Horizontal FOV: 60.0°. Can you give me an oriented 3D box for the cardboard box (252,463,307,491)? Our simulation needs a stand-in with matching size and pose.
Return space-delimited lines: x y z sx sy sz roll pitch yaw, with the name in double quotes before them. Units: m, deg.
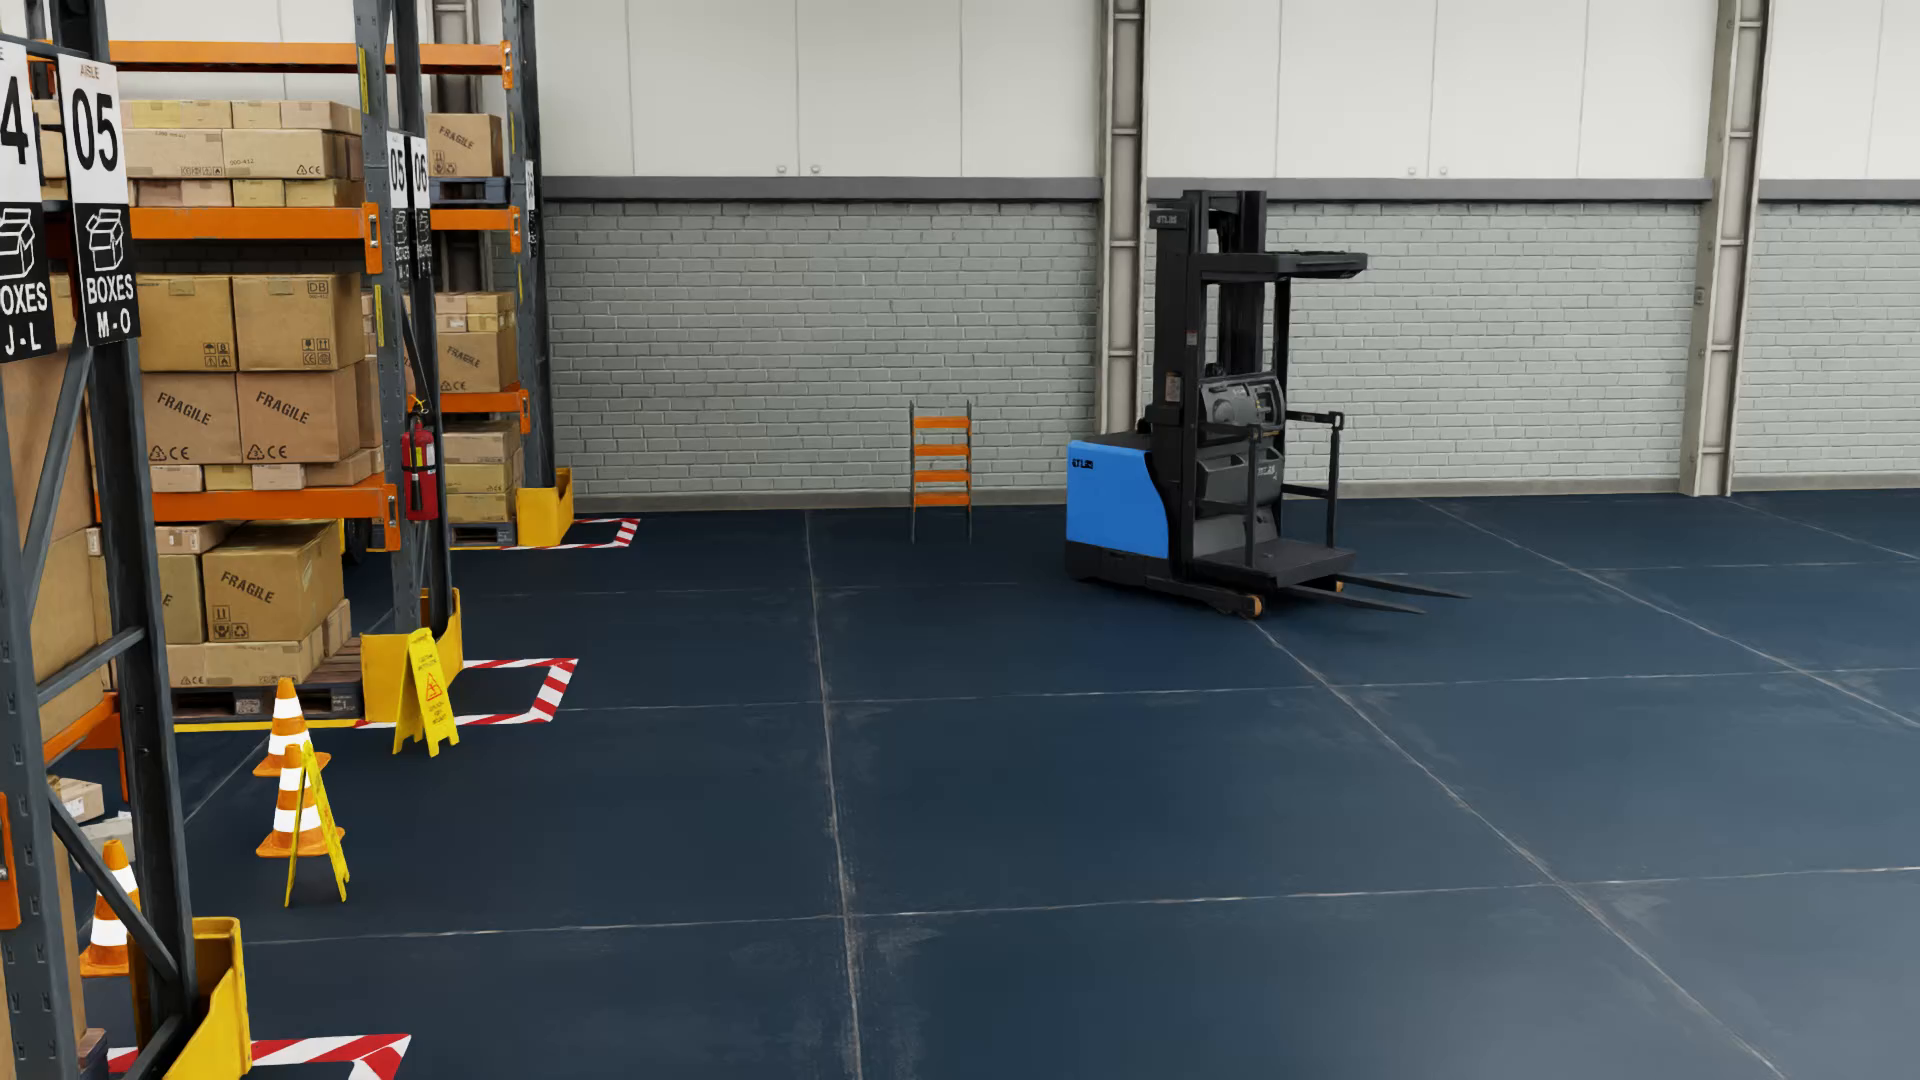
"cardboard box" -3.710 -0.375 9.152 0.250 0.149 0.380 -1 11 -7

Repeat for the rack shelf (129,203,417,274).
"rack shelf" -5.109 -1.651 9.080 4.000 0.370 1.077 -1 11 -6

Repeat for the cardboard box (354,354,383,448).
"cardboard box" -3.622 -0.812 9.694 0.500 0.500 0.500 -1 11 -7

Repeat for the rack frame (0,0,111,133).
"rack frame" -2.486 -2.570 4.115 0.127 3.000 1.000 -1 11 -6

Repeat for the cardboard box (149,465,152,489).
"cardboard box" -4.489 -0.385 9.199 0.250 0.149 0.380 -1 11 -5

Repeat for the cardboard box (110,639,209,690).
"cardboard box" -4.411 0.647 9.341 0.500 0.250 0.500 -1 11 -6

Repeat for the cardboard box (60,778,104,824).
"cardboard box" -4.205 1.240 7.677 0.250 0.149 0.380 5 12 23

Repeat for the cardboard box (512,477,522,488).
"cardboard box" -4.170 -0.410 14.717 0.500 0.250 0.500 -1 11 -6

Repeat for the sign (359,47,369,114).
"sign" -3.081 -2.373 8.593 0.005 0.325 0.100 -1 11 -6

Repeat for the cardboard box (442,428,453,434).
"cardboard box" -4.592 -0.792 14.068 0.500 0.250 0.500 -1 11 -5

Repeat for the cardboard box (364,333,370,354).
"cardboard box" -5.148 -1.494 13.935 0.500 0.500 0.500 -1 11 -7

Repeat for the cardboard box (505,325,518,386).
"cardboard box" -4.183 -1.618 14.562 0.500 0.500 0.500 -1 11 -4

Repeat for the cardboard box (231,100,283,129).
"cardboard box" -3.686 -2.252 8.856 0.250 0.149 0.380 -1 11 -5

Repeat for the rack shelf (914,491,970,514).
"rack shelf" -0.165 -0.324 14.286 0.480 0.148 0.258 -1 11 -6

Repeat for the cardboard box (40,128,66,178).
"cardboard box" -4.616 -2.034 8.779 0.500 0.250 0.500 -1 11 -4

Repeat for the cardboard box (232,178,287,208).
"cardboard box" -3.689 -1.850 8.877 0.250 0.149 0.380 -1 11 -6

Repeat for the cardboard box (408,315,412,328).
"cardboard box" -4.491 -1.827 13.947 0.250 0.149 0.380 -1 11 -5

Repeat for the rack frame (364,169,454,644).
"rack frame" -3.121 -0.574 9.512 0.127 3.000 1.000 -1 11 -6

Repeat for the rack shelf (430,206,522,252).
"rack shelf" -5.649 -2.603 13.921 4.000 0.370 1.077 -1 11 -6

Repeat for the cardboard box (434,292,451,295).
"cardboard box" -4.543 -2.066 14.388 0.250 0.149 0.380 -1 11 -5

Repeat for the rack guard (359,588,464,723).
"rack guard" -3.197 0.654 9.745 0.348 0.500 1.175 -1 11 -6

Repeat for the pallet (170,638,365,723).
"pallet" -4.008 0.806 9.721 1.213 0.211 1.003 -1 11 -6

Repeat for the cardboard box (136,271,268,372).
"cardboard box" -4.109 -1.198 9.063 0.500 0.500 0.700 -1 11 -6

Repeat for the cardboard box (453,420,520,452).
"cardboard box" -4.159 -0.900 14.615 0.500 0.250 0.500 -1 11 -7

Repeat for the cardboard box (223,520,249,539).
"cardboard box" -4.496 0.177 9.785 0.500 0.500 0.500 -2 11 -8

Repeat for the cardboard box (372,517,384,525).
"cardboard box" -5.088 -0.295 14.132 0.500 0.250 0.500 -1 11 -5

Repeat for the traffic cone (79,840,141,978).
"traffic cone" -3.167 1.357 6.267 0.334 0.463 0.336 -1 11 -6

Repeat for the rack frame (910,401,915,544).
"rack frame" -0.407 -0.580 14.209 0.015 1.200 0.240 -1 11 -6

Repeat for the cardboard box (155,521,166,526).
"cardboard box" -4.497 -0.025 9.134 0.250 0.149 0.380 -1 11 -5

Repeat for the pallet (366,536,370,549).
"pallet" -5.627 -0.109 14.374 1.213 0.211 1.003 -1 11 -6

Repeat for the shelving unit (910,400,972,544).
"shelving unit" -0.165 -0.585 14.235 0.503 1.200 0.258 -1 11 -6

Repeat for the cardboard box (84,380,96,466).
"cardboard box" -4.627 -0.686 9.049 0.500 0.500 0.500 -1 11 -6

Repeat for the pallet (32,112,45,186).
"pallet" -3.222 -1.038 4.324 1.213 0.211 1.003 -1 11 -6

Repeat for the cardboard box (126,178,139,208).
"cardboard box" -4.459 -1.844 8.848 0.250 0.149 0.380 -1 11 -7

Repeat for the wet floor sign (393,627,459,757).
"wet floor sign" -2.817 0.782 8.715 0.232 0.644 0.267 3 11 14

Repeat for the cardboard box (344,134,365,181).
"cardboard box" -3.650 -2.159 9.415 0.500 0.250 0.500 -1 11 -7

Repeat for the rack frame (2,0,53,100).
"rack frame" -7.637 -4.386 13.351 0.127 3.000 1.000 -1 11 -6

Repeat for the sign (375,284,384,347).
"sign" -3.081 -1.190 8.826 0.005 0.325 0.100 -1 11 -6

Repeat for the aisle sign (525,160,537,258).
"aisle sign" -3.564 -2.746 13.823 0.004 0.787 0.394 -1 11 -6

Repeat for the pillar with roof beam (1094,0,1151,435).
"pillar with roof beam" 1.979 -3.927 11.016 0.400 9.000 9.100 -1 11 -6

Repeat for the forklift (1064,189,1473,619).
"forklift" 2.184 -1.001 11.862 1.130 2.935 3.031 -11 15 -43

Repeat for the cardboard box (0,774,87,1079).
"cardboard box" -3.153 1.237 4.722 0.875 0.875 0.875 -1 11 -6

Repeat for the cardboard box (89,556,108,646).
"cardboard box" -4.910 0.289 9.219 0.500 0.500 0.500 -1 11 -7

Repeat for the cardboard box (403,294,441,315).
"cardboard box" -4.493 -1.969 13.898 0.250 0.149 0.380 -1 11 -5

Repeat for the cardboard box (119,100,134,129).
"cardboard box" -4.439 -2.244 8.815 0.250 0.149 0.380 -1 11 -6

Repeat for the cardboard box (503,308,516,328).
"cardboard box" -4.026 -1.936 14.498 0.250 0.149 0.380 -1 11 -8
